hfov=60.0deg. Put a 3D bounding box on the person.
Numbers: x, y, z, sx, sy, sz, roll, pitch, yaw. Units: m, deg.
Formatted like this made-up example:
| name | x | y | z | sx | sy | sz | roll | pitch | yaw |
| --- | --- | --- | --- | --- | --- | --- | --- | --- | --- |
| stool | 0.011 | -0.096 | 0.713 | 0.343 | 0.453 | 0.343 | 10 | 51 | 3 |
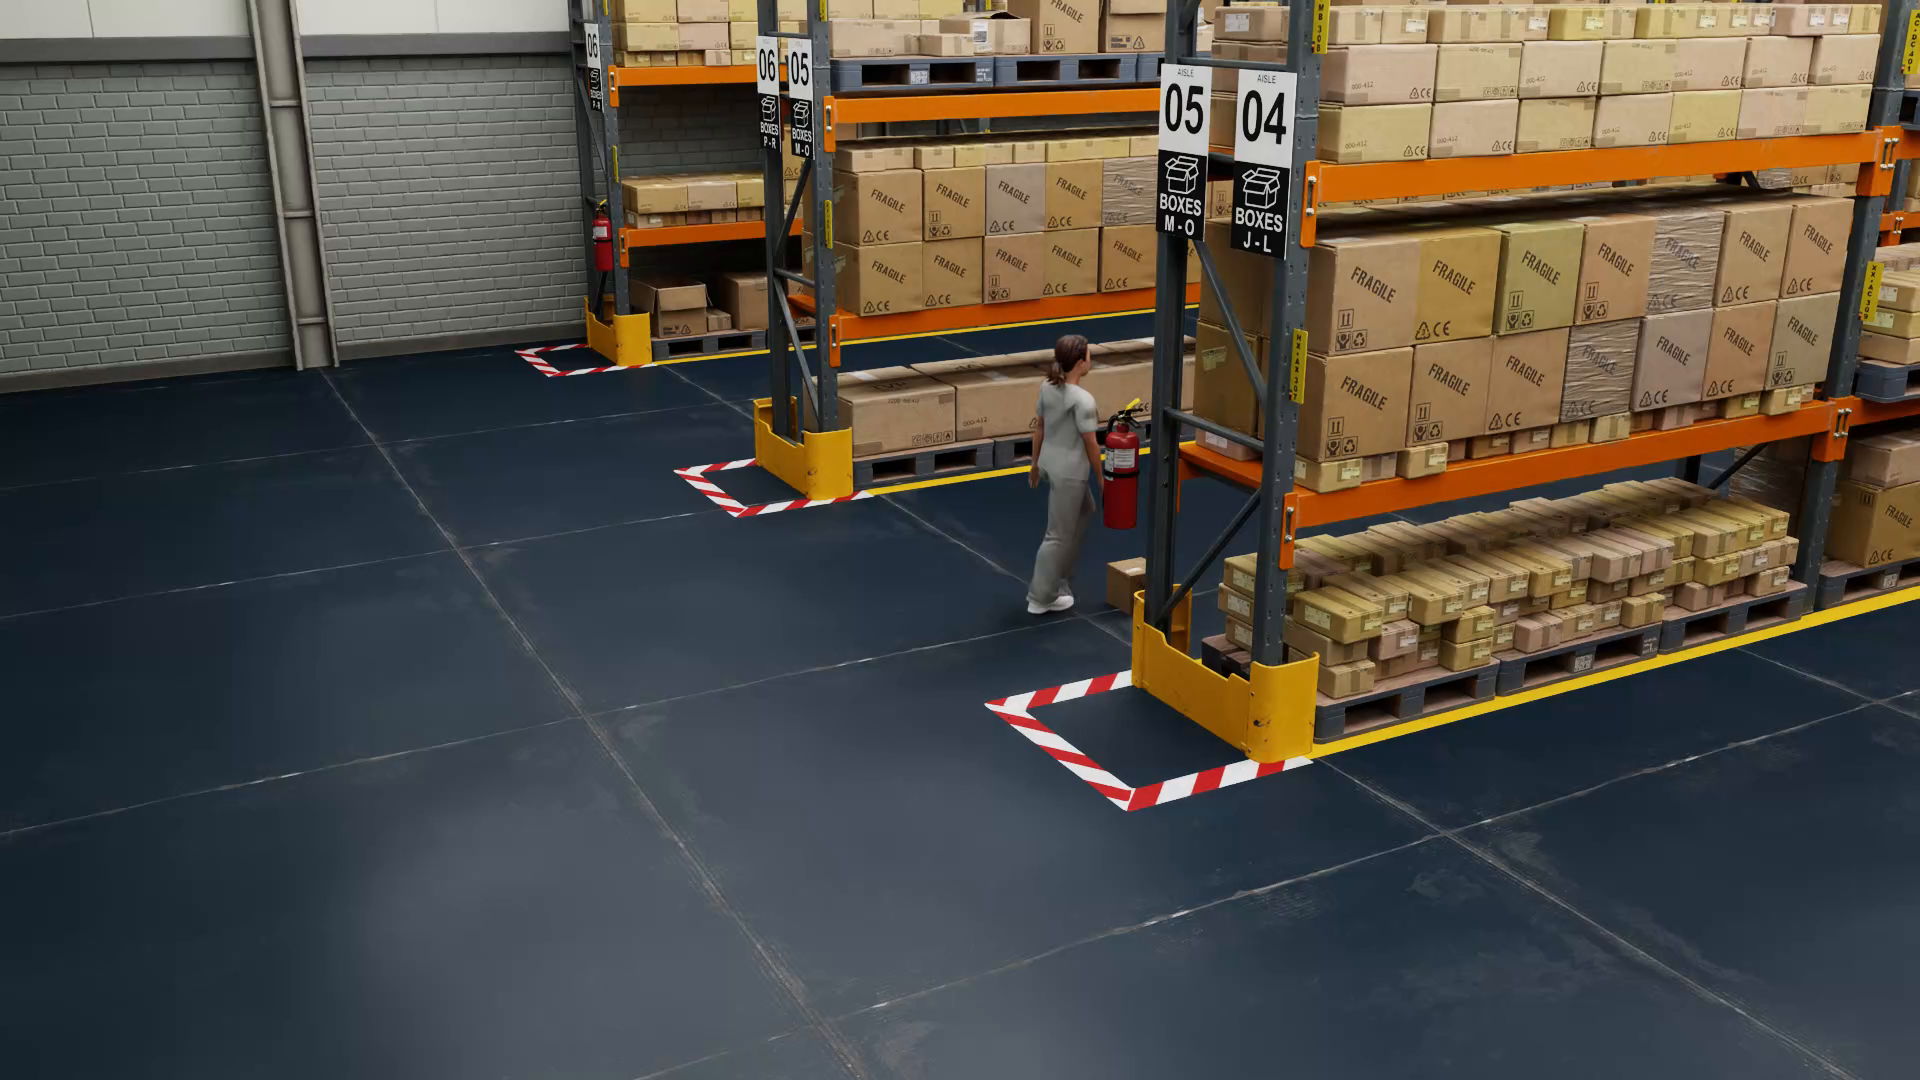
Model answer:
| name | x | y | z | sx | sy | sz | roll | pitch | yaw |
| --- | --- | --- | --- | --- | --- | --- | --- | --- | --- |
| person | 0.646 | -0.361 | 9.630 | 0.507 | 1.694 | 0.504 | -10 | 21 | -27 |
